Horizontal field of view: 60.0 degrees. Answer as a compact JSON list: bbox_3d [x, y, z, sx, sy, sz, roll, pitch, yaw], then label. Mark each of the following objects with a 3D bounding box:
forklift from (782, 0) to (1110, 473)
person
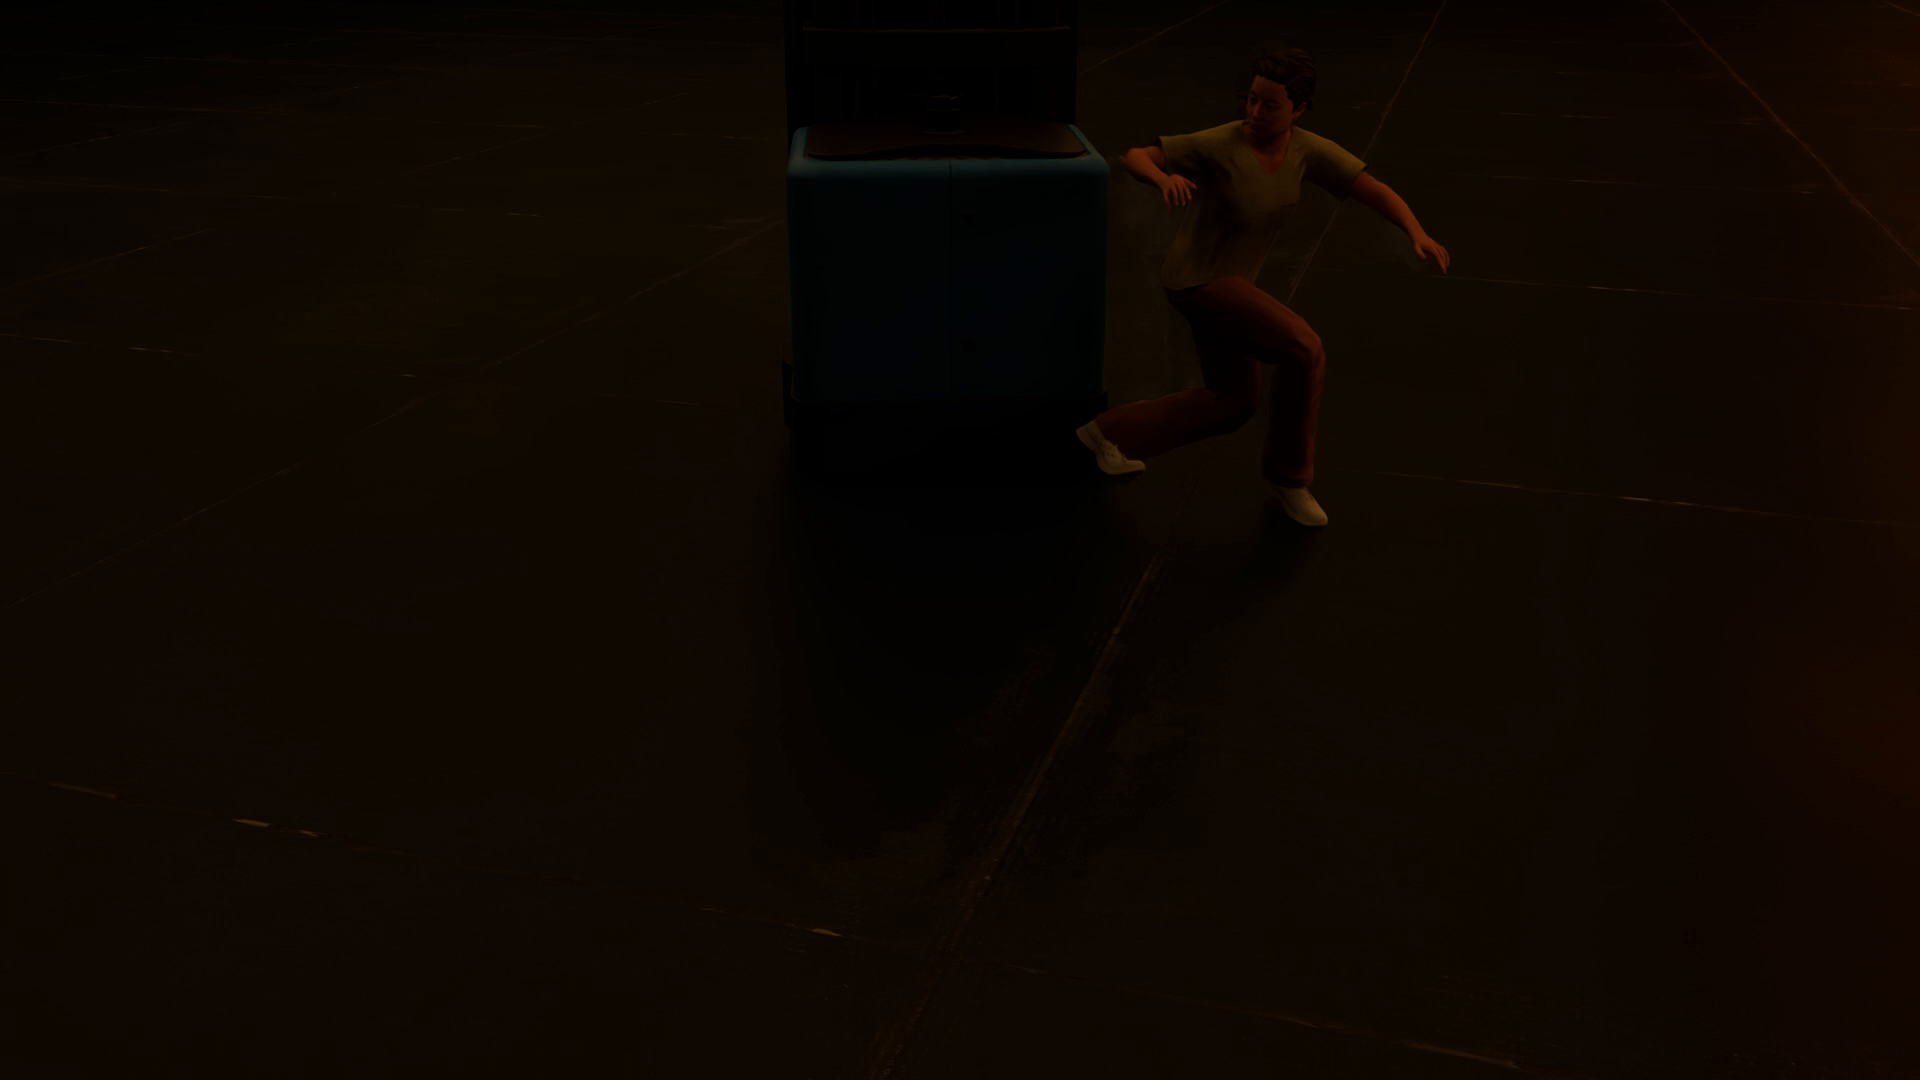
[{"bbox_3d":[-0.125,-2.094,6.353,1.130,2.935,3.031,-1,22,-3],"label":"forklift"},{"bbox_3d":[0.879,-0.723,5.013,1.068,1.434,0.763,17,28,36],"label":"person"}]
